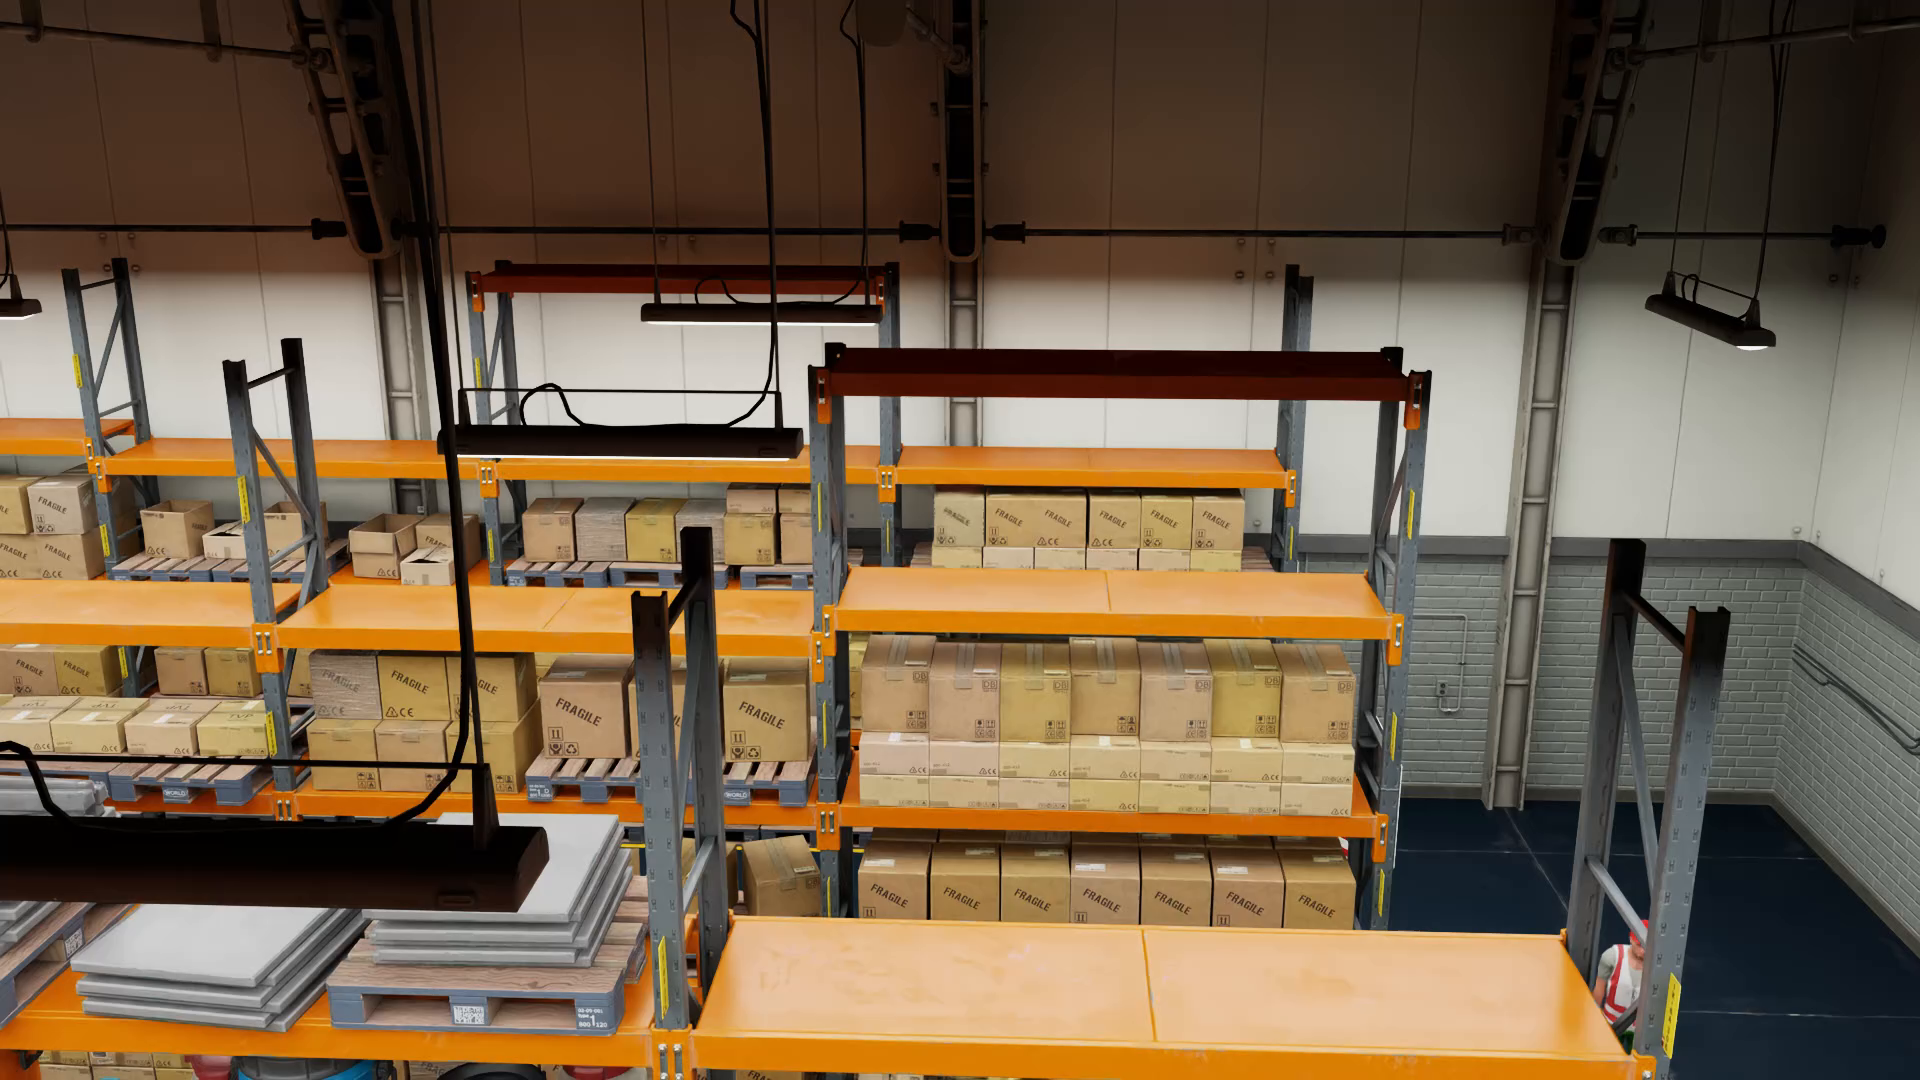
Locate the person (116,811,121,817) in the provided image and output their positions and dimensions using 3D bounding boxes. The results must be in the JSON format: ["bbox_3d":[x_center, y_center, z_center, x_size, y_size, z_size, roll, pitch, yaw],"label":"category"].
[{"bbox_3d":[-8.529,2.663,16.256,0.971,1.746,0.593,-10,19,-30],"label":"person"}]

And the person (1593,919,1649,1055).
[{"bbox_3d":[5.138,3.671,12.743,0.613,1.782,0.687,7,18,24],"label":"person"}]
